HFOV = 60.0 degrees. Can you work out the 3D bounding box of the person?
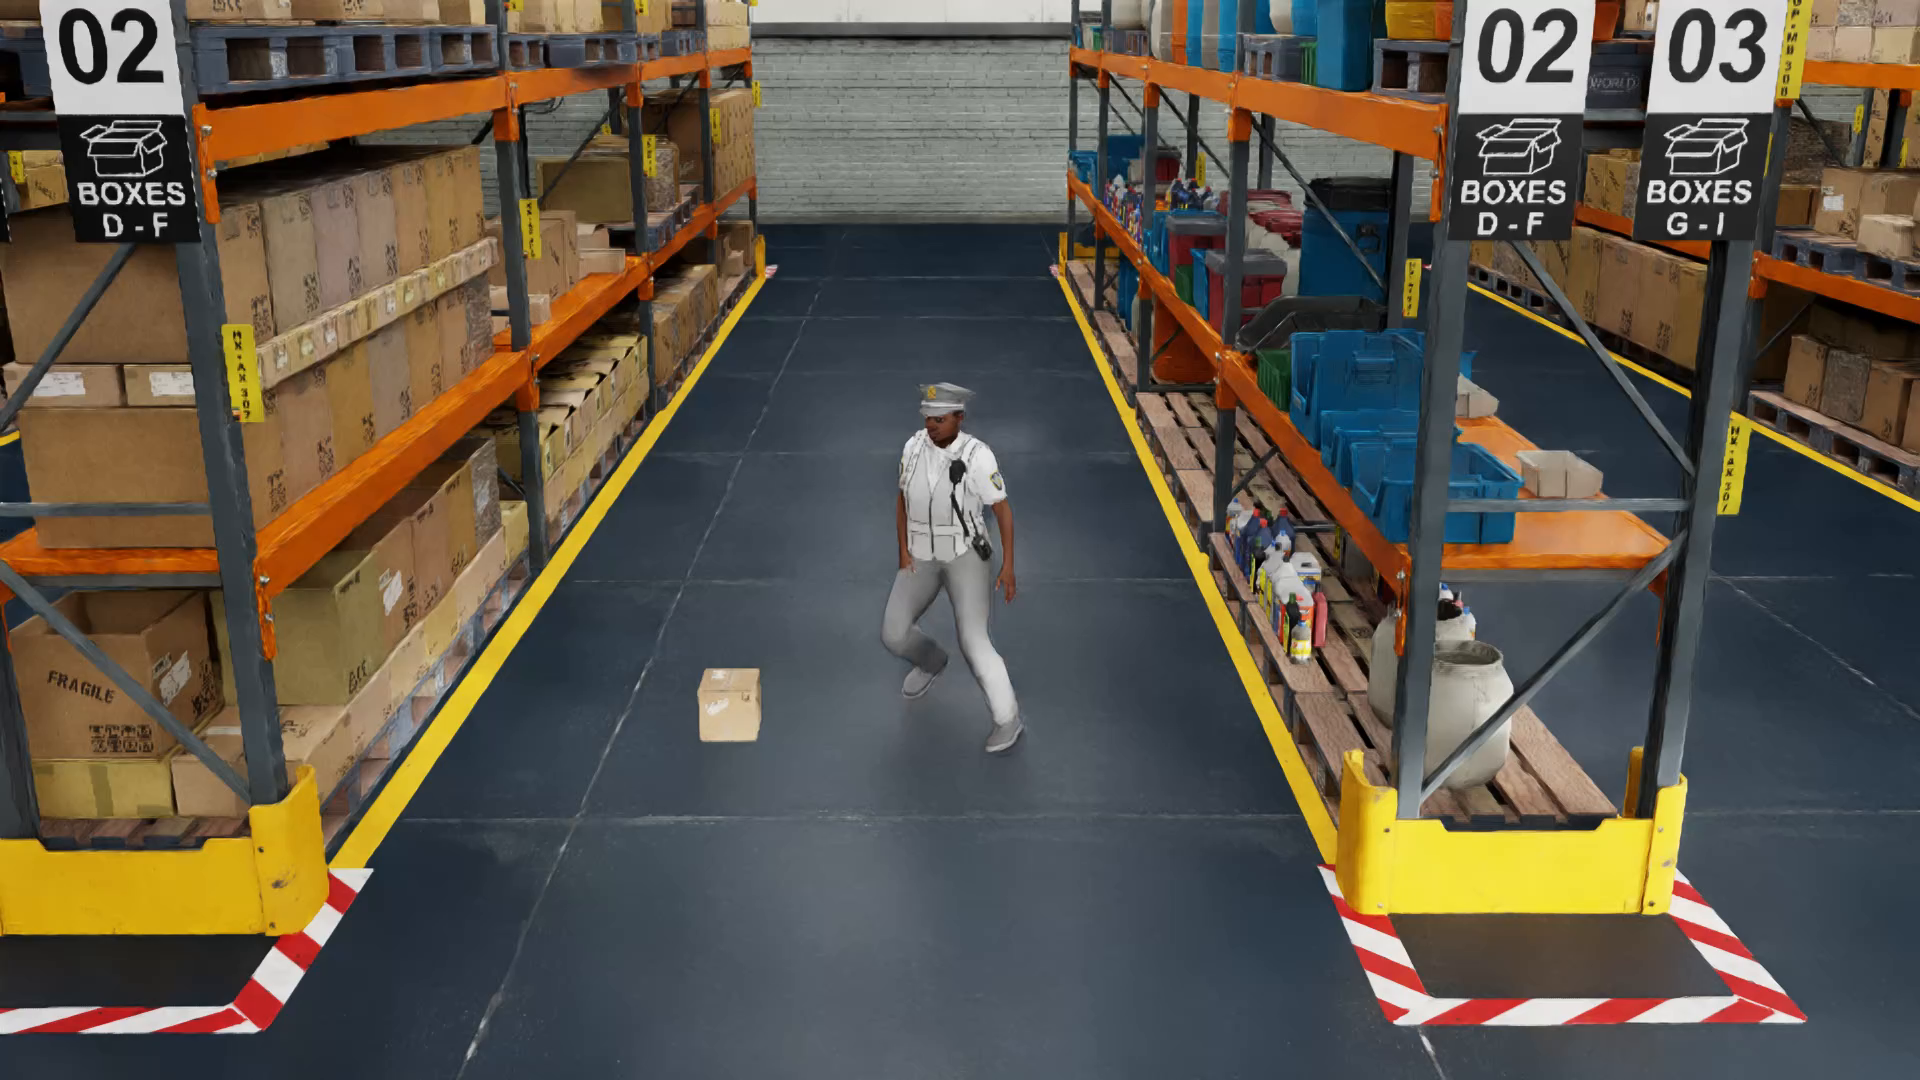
[{"bbox_3d":[0.012,0.081,7.417,0.692,1.601,0.486,10,20,29],"label":"person"}]
